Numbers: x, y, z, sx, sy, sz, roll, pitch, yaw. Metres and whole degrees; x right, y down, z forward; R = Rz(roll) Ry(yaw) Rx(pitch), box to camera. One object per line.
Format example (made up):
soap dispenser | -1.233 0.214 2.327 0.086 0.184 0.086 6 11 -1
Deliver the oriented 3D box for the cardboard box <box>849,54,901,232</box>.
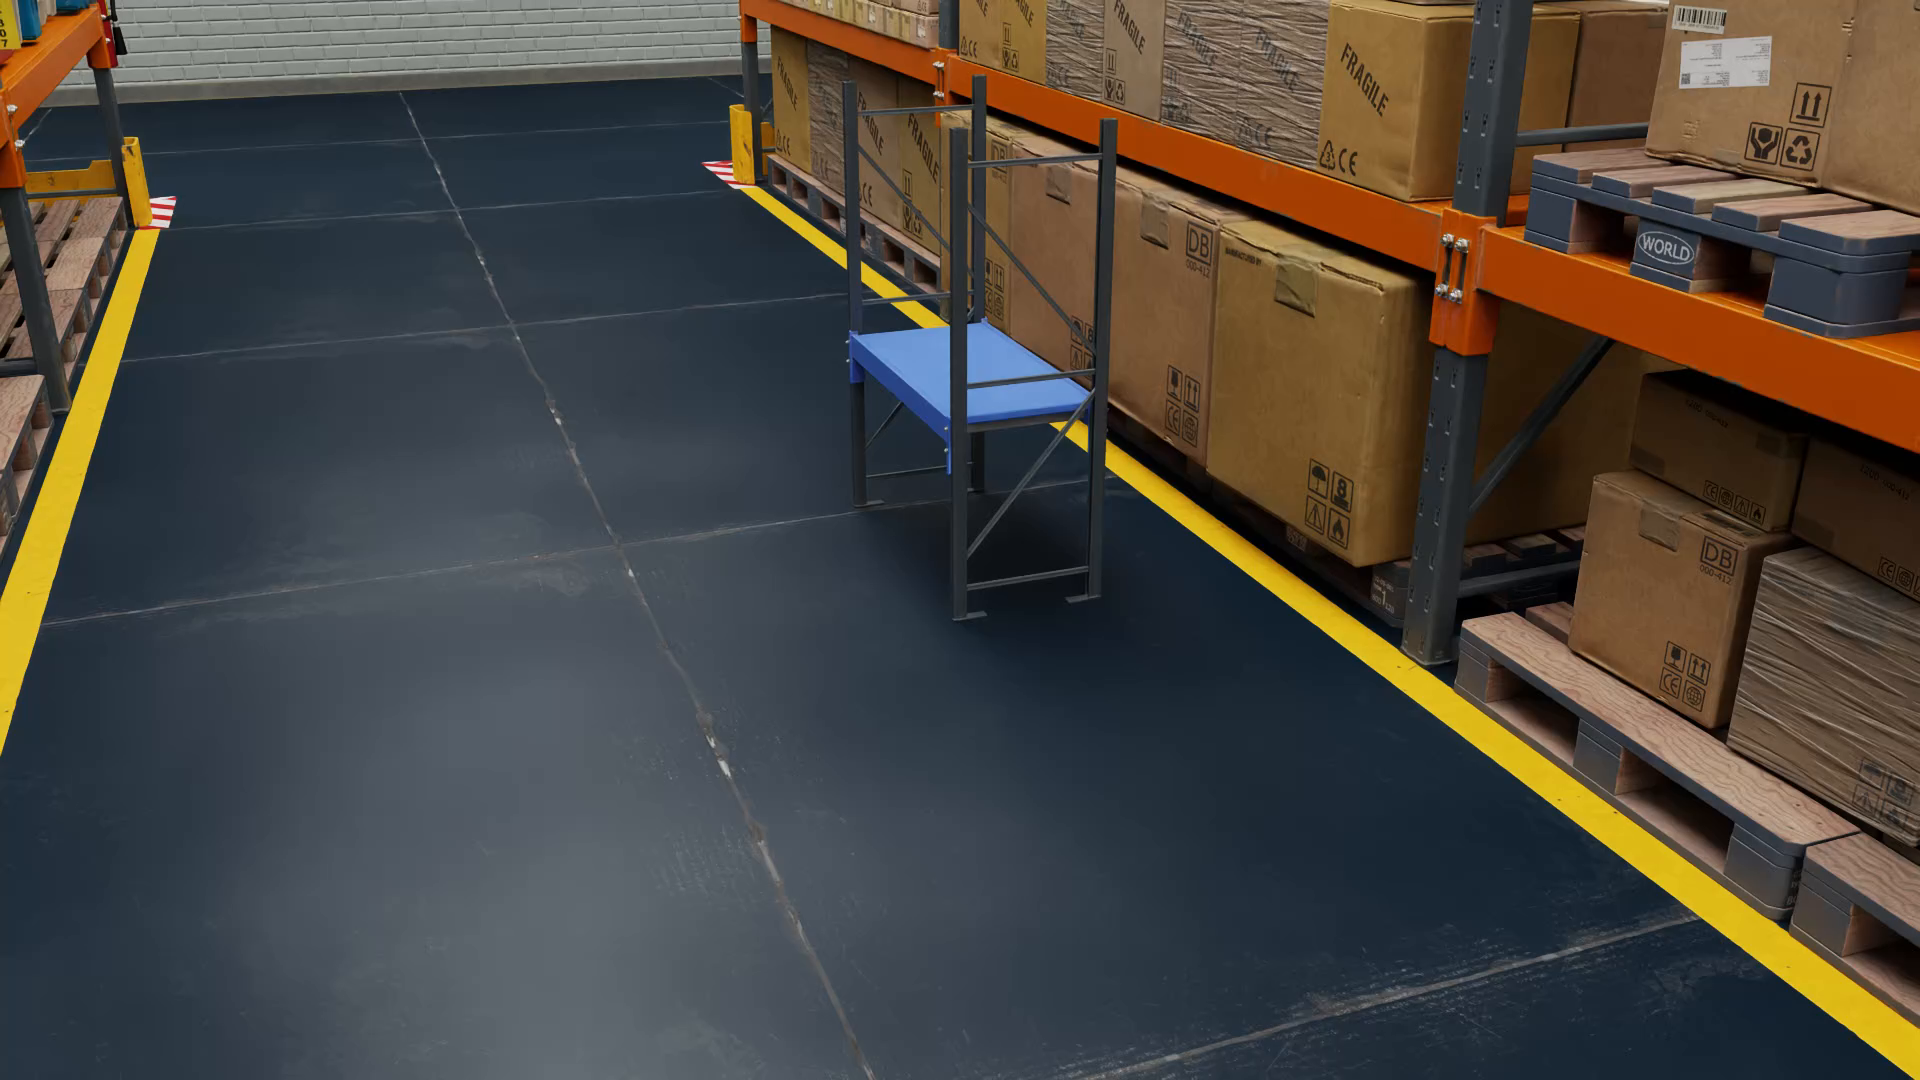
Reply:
cardboard box | -0.089 -2.341 9.636 0.875 0.875 0.875 -8 24 -19

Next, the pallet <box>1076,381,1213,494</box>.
pallet | 1.165 -0.549 6.782 1.003 0.211 1.213 -8 24 -19

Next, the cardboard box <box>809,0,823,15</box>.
cardboard box | -0.664 -3.153 9.692 0.380 0.149 0.250 -9 24 -20

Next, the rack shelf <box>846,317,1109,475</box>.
rack shelf | 0.030 -0.494 5.455 0.538 0.185 1.000 -8 24 -19

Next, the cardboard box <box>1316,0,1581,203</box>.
cardboard box | 1.394 -1.286 4.811 0.500 0.500 0.500 -8 24 -17

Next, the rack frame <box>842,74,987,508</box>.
rack frame | -0.149 -0.845 5.823 0.500 1.500 0.032 -8 24 -19

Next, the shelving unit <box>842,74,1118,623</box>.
shelving unit | 0.030 -0.660 5.385 0.538 1.500 1.048 -8 24 -19

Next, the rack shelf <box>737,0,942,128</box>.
rack shelf | -0.319 -2.944 9.798 1.077 0.370 4.000 -8 24 -19

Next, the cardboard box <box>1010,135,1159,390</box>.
cardboard box | 0.949 -1.208 6.950 1.225 0.875 0.875 -9 25 -21

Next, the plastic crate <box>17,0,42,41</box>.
plastic crate | -4.694 -2.562 8.104 0.416 0.233 0.300 -8 24 -19

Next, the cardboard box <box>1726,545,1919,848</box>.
cardboard box | 2.264 0.295 3.841 0.700 0.500 0.500 -10 25 -23

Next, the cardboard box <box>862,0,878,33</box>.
cardboard box | -0.299 -2.779 8.804 0.380 0.149 0.250 -8 24 -18

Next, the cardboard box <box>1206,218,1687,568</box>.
cardboard box | 1.576 -0.563 5.419 1.225 0.875 0.875 -10 25 -21

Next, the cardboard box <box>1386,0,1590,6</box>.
cardboard box | 1.557 -1.871 4.907 0.797 0.503 0.637 -7 24 -17

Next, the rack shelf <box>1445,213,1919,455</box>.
rack shelf | 2.507 -0.037 2.901 1.077 0.370 4.000 -8 24 -19

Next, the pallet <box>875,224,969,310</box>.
pallet | 0.192 -1.550 9.157 1.003 0.211 1.213 -8 24 -19

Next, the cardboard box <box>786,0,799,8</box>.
cardboard box | -0.844 -3.339 10.133 0.380 0.149 0.250 -9 24 -20

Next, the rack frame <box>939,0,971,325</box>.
rack frame | 0.388 -2.548 7.934 1.000 3.000 0.127 -8 24 -19

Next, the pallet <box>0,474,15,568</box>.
pallet | -3.578 0.146 5.131 1.003 0.211 1.213 -8 24 -19

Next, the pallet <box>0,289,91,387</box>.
pallet | -4.542 -0.846 7.485 1.003 0.211 1.213 -8 24 -19

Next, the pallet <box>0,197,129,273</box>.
pallet | -5.404 -1.732 9.588 1.003 0.211 1.213 -8 24 -19

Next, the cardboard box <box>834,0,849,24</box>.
cardboard box | -0.481 -2.965 9.247 0.380 0.149 0.250 -9 24 -20

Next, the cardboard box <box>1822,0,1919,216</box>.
cardboard box | 2.320 -0.955 3.484 0.700 0.500 0.500 -5 23 -11

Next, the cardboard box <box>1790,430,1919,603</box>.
cardboard box | 2.262 -0.061 3.718 0.500 0.250 0.500 -6 23 -13

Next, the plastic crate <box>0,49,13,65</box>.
plastic crate | -4.327 -2.285 7.149 0.402 0.464 0.583 -8 24 -19

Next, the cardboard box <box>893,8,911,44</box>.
cardboard box | -0.118 -2.592 8.361 0.380 0.149 0.250 -8 24 -18

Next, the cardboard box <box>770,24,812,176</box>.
cardboard box | -0.725 -2.995 11.188 0.875 0.875 0.875 -8 24 -19

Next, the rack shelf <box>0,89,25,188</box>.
rack shelf | -3.540 -0.811 4.737 1.077 0.370 4.000 -8 24 -19

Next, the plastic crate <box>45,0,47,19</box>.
plastic crate | -5.113 -2.850 8.911 0.396 0.136 0.243 -8 24 -19

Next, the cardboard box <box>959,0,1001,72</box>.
cardboard box | 0.316 -2.393 7.437 0.500 0.500 0.500 -8 24 -19

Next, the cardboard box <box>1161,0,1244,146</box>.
cardboard box | 1.037 -1.657 5.690 0.500 0.500 0.500 -9 25 -21

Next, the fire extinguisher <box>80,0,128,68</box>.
fire extinguisher | -5.287 -3.232 10.136 0.296 0.674 0.183 -8 24 -19

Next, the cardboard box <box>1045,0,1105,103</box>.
cardboard box | 0.671 -2.029 6.572 0.500 0.500 0.500 -9 24 -20

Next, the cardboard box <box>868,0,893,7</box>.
cardboard box | -0.199 -2.928 8.646 0.500 0.250 0.500 -8 24 -17

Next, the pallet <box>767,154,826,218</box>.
pallet | -0.670 -2.437 11.260 1.003 0.211 1.213 -8 24 -19

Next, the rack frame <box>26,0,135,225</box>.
rack frame | -5.659 -3.322 9.770 1.000 3.000 0.127 -8 24 -19

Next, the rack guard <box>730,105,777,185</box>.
rack guard | -1.034 -2.859 11.889 1.175 0.500 0.348 -8 24 -19

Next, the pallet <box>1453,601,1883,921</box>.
pallet | 2.075 0.474 4.353 1.003 0.211 1.213 -8 24 -19
